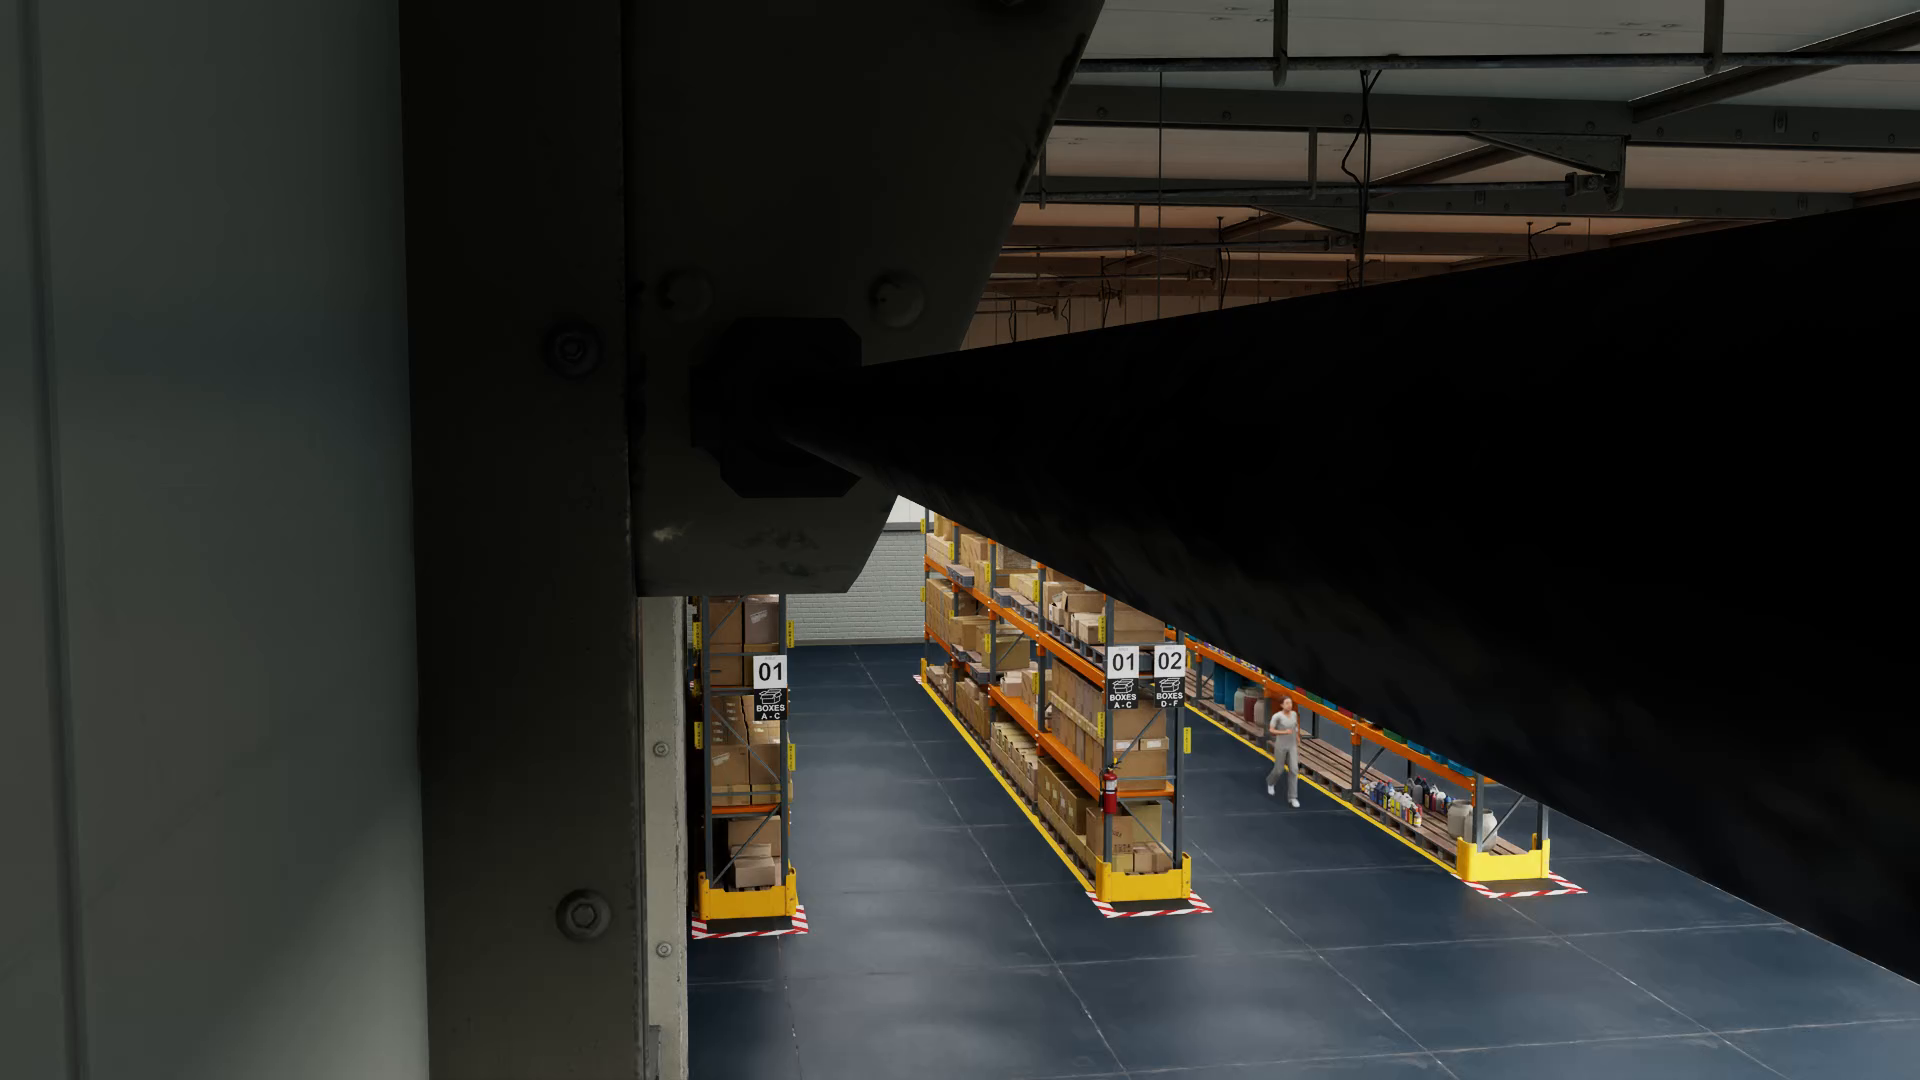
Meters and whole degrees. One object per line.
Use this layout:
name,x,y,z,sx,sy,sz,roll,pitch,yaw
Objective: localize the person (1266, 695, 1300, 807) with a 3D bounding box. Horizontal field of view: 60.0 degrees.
person,5.008,3.212,25.681,0.581,1.658,0.936,-2,5,-17
